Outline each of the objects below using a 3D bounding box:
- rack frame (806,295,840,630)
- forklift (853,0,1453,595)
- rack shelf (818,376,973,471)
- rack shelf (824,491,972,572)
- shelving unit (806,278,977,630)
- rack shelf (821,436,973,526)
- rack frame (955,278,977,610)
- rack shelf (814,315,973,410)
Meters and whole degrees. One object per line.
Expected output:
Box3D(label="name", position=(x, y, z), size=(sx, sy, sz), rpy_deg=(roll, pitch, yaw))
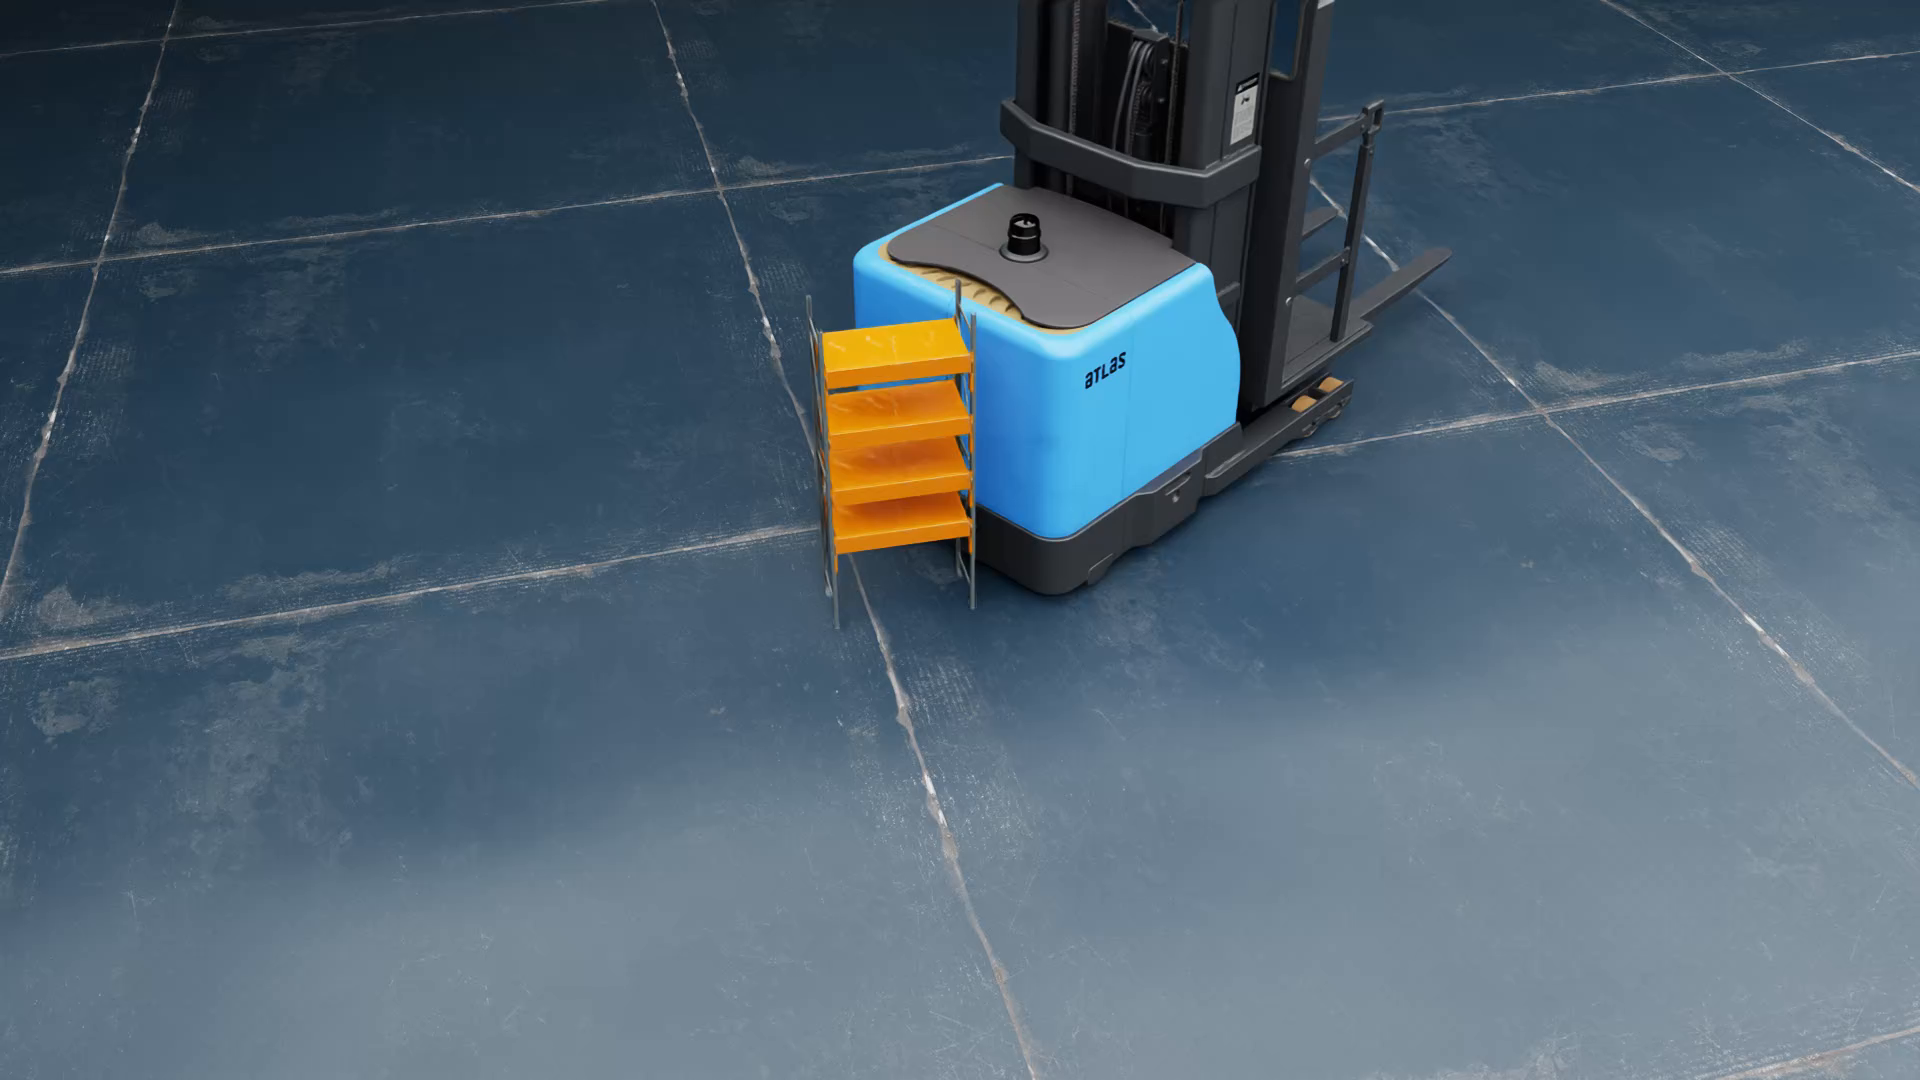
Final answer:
Box3D(label="rack frame", position=(-0.457, -0.231, 5.565), size=(0.015, 1.200, 0.240), rpy_deg=(-8, 38, -10))
Box3D(label="forklift", position=(0.981, -1.776, 6.159), size=(1.130, 2.935, 3.031), rpy_deg=(30, 46, 33))
Box3D(label="rack shelf", position=(-0.219, -0.389, 5.513), size=(0.480, 0.148, 0.258), rpy_deg=(-8, 38, -10))
Box3D(label="rack shelf", position=(-0.219, -0.053, 5.770), size=(0.480, 0.148, 0.258), rpy_deg=(-8, 38, -10))
Box3D(label="shelving unit", position=(-0.219, -0.265, 5.608), size=(0.503, 1.200, 0.258), rpy_deg=(-8, 38, -10))
Box3D(label="rack shelf", position=(-0.219, -0.211, 5.649), size=(0.480, 0.148, 0.258), rpy_deg=(-8, 38, -10))
Box3D(label="rack frame", position=(0.019, -0.298, 5.652), size=(0.015, 1.200, 0.240), rpy_deg=(-8, 38, -10))
Box3D(label="rack shelf", position=(-0.219, -0.577, 5.370), size=(0.480, 0.148, 0.258), rpy_deg=(-8, 38, -10))
